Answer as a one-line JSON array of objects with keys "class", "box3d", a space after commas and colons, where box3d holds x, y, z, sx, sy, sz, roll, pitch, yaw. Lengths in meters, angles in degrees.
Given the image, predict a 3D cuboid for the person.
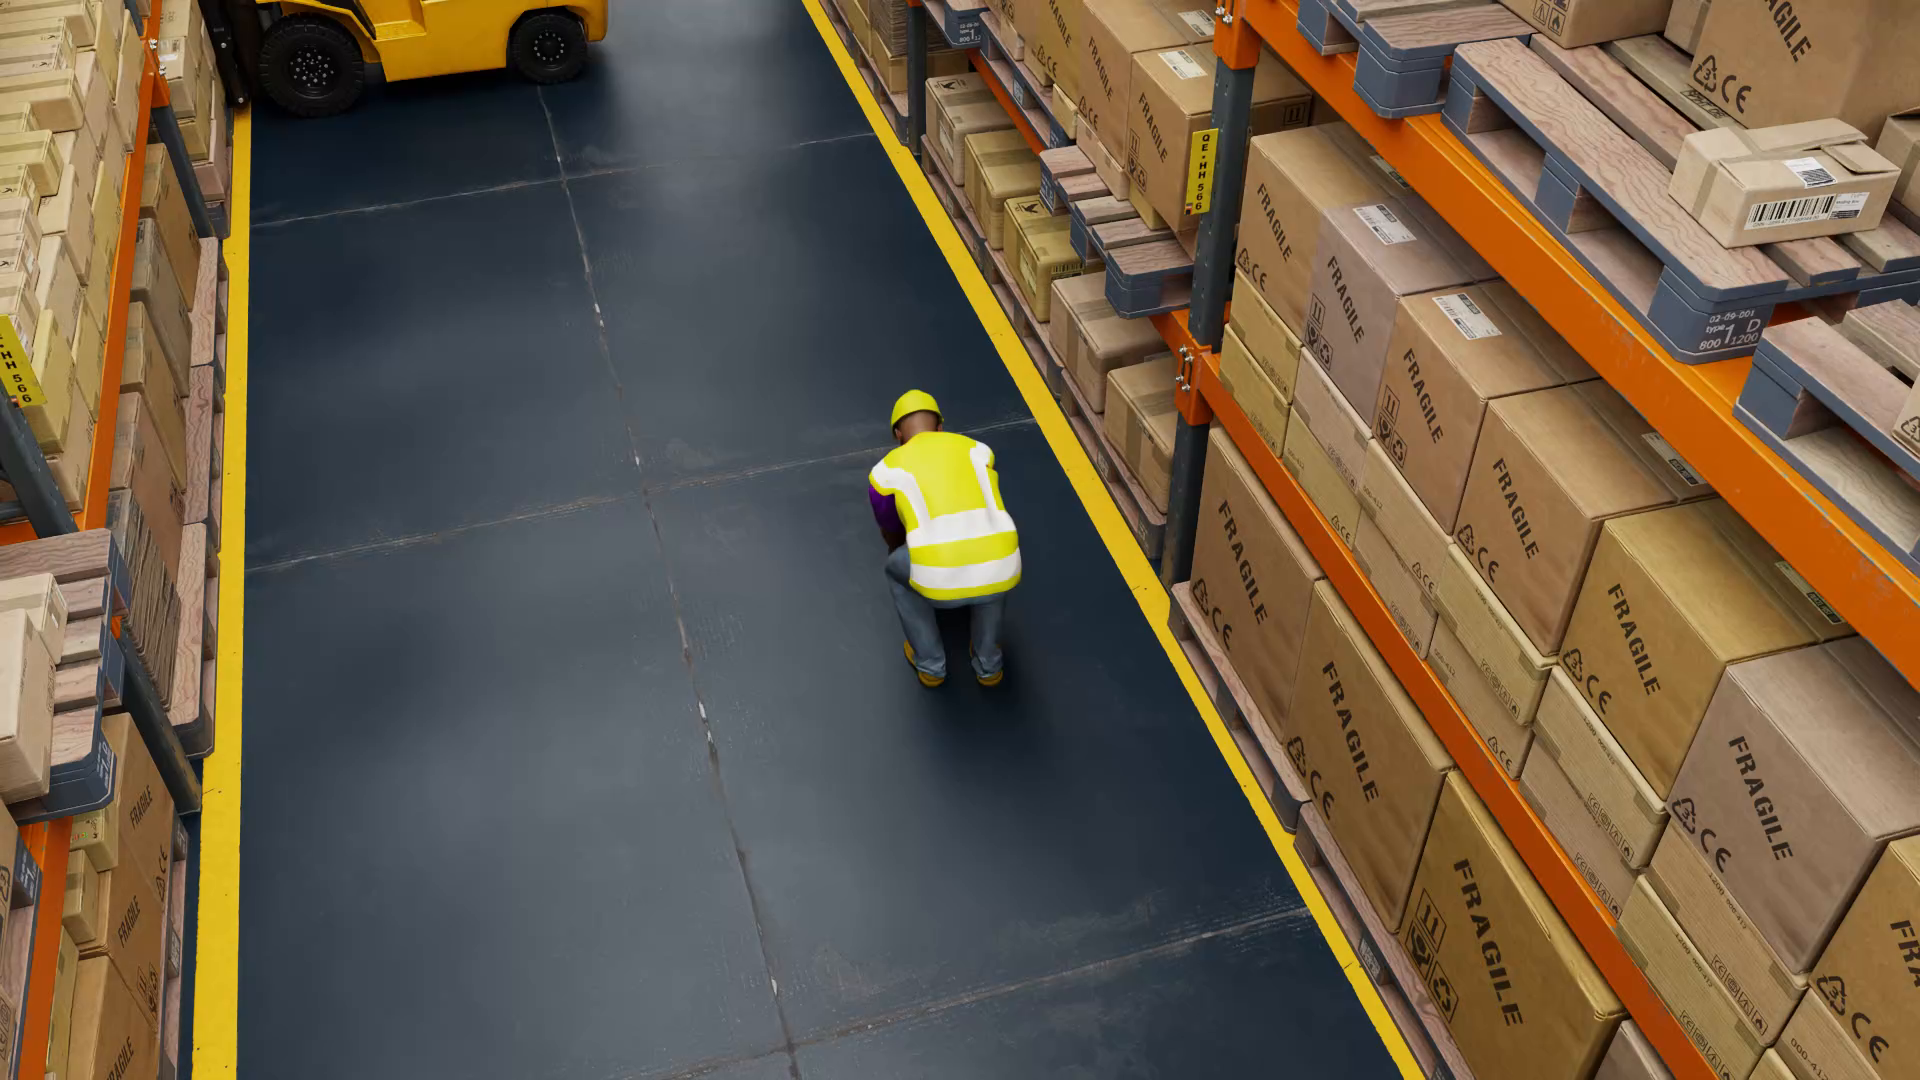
[{"class": "person", "box3d": [-0.076, 0.043, 6.652, 0.524, 1.022, 0.962, -10, 43, -11]}]
